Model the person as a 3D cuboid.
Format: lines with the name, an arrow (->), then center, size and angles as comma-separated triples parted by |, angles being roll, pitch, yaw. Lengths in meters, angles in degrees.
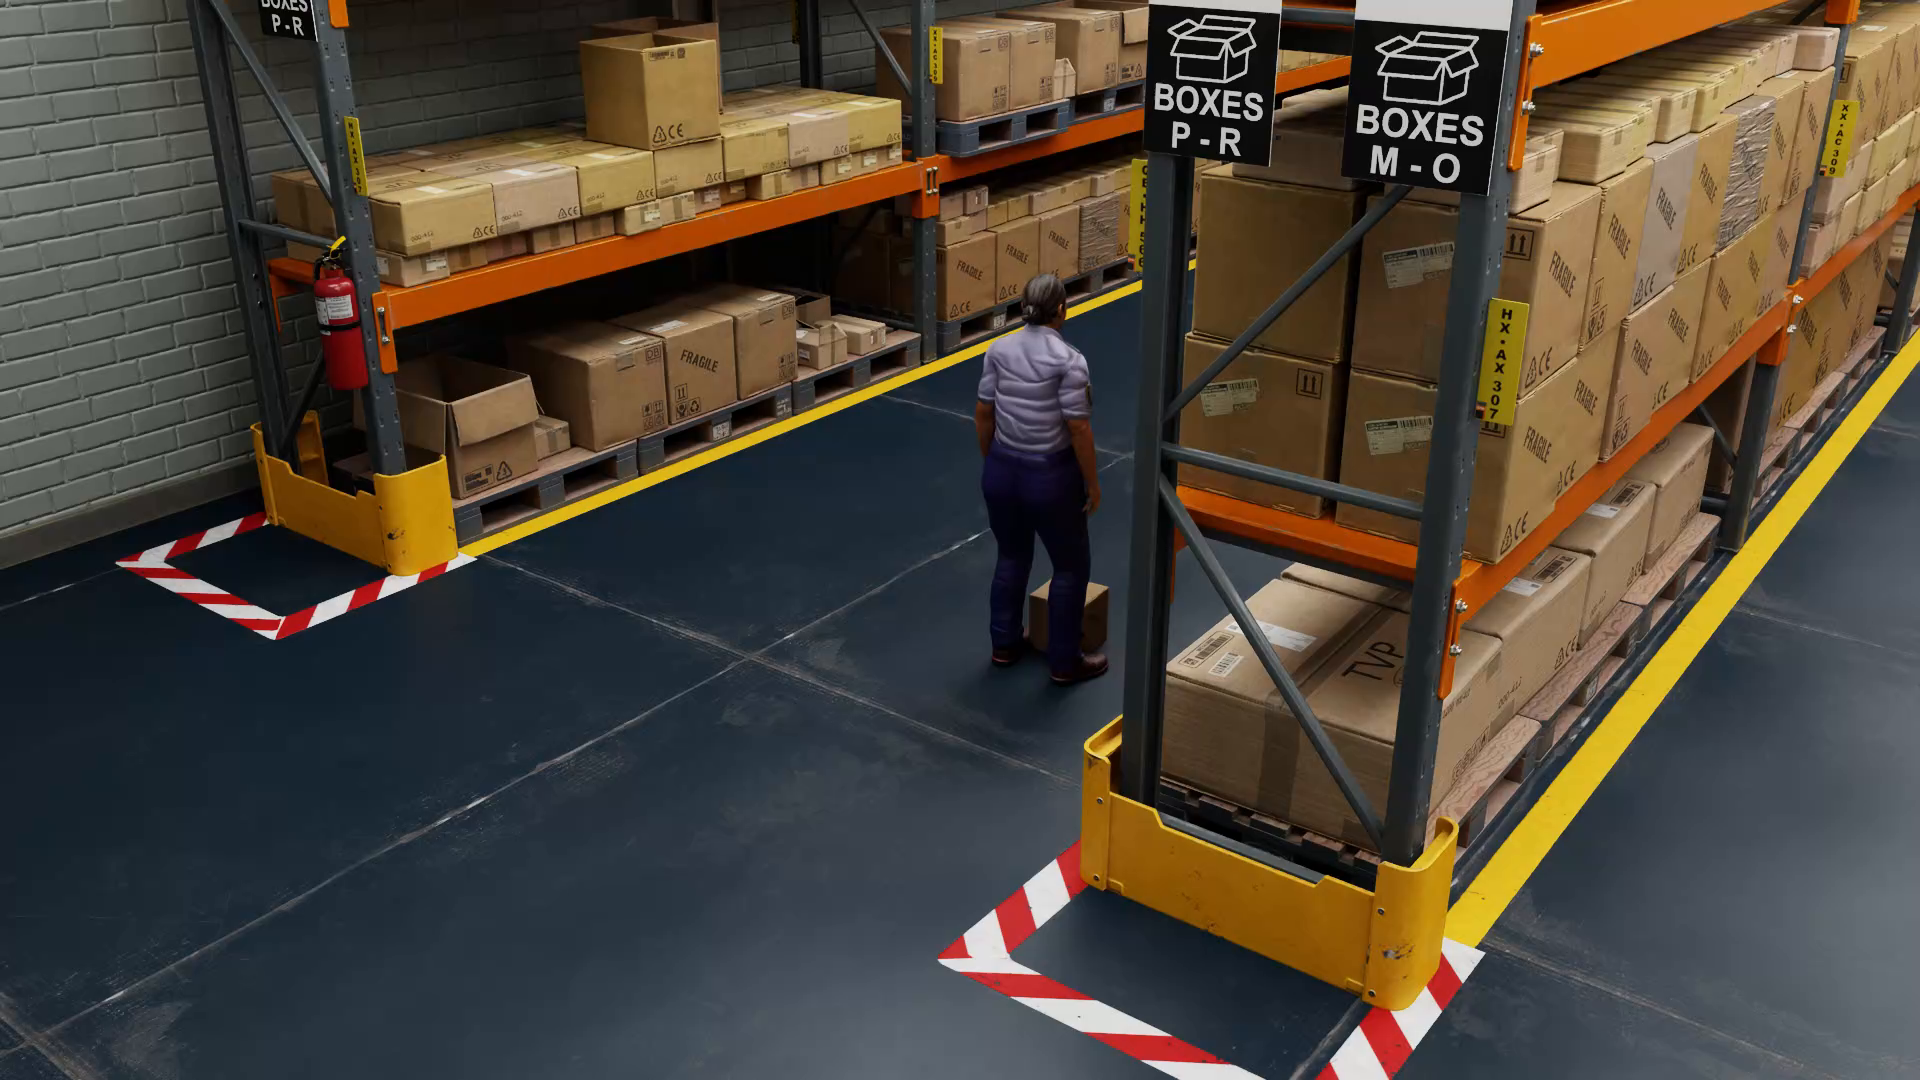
person -> 0.318, -0.237, 6.648 | 0.563, 1.653, 0.367 | 15, 28, 31
